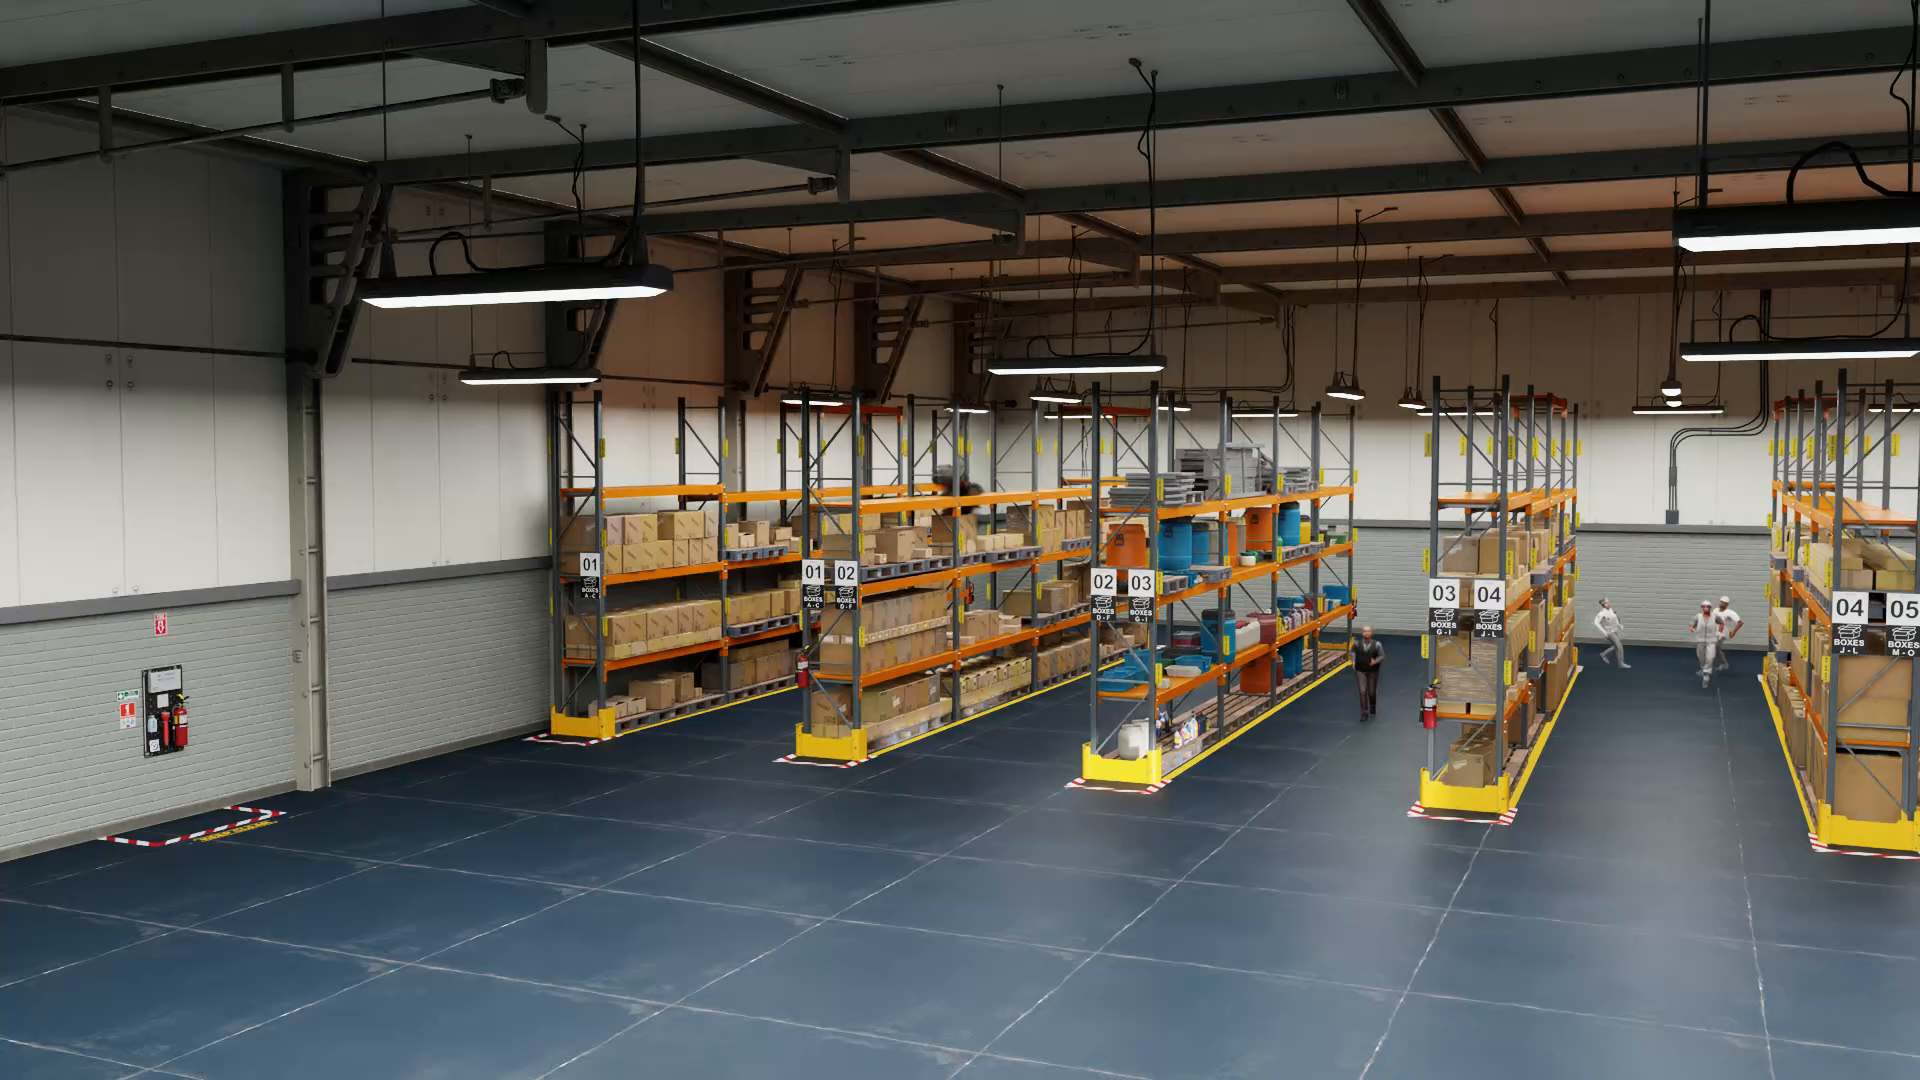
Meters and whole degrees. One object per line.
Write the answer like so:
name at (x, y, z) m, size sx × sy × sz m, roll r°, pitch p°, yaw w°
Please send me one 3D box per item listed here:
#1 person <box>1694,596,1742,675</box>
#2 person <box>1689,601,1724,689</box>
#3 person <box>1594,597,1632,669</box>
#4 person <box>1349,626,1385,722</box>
person at (16.639, 2.100, 36.566) m, size 0.893 × 1.754 × 0.753 m, roll -1°, pitch 3°, yaw -10°
person at (15.698, 2.182, 34.990) m, size 0.656 × 1.819 × 0.987 m, roll 2°, pitch 4°, yaw 29°
person at (14.786, 2.099, 37.697) m, size 0.678 × 1.615 × 0.757 m, roll -3°, pitch 4°, yaw -43°
person at (7.511, 2.450, 30.707) m, size 0.665 × 1.725 × 0.803 m, roll 1°, pitch 3°, yaw 17°
